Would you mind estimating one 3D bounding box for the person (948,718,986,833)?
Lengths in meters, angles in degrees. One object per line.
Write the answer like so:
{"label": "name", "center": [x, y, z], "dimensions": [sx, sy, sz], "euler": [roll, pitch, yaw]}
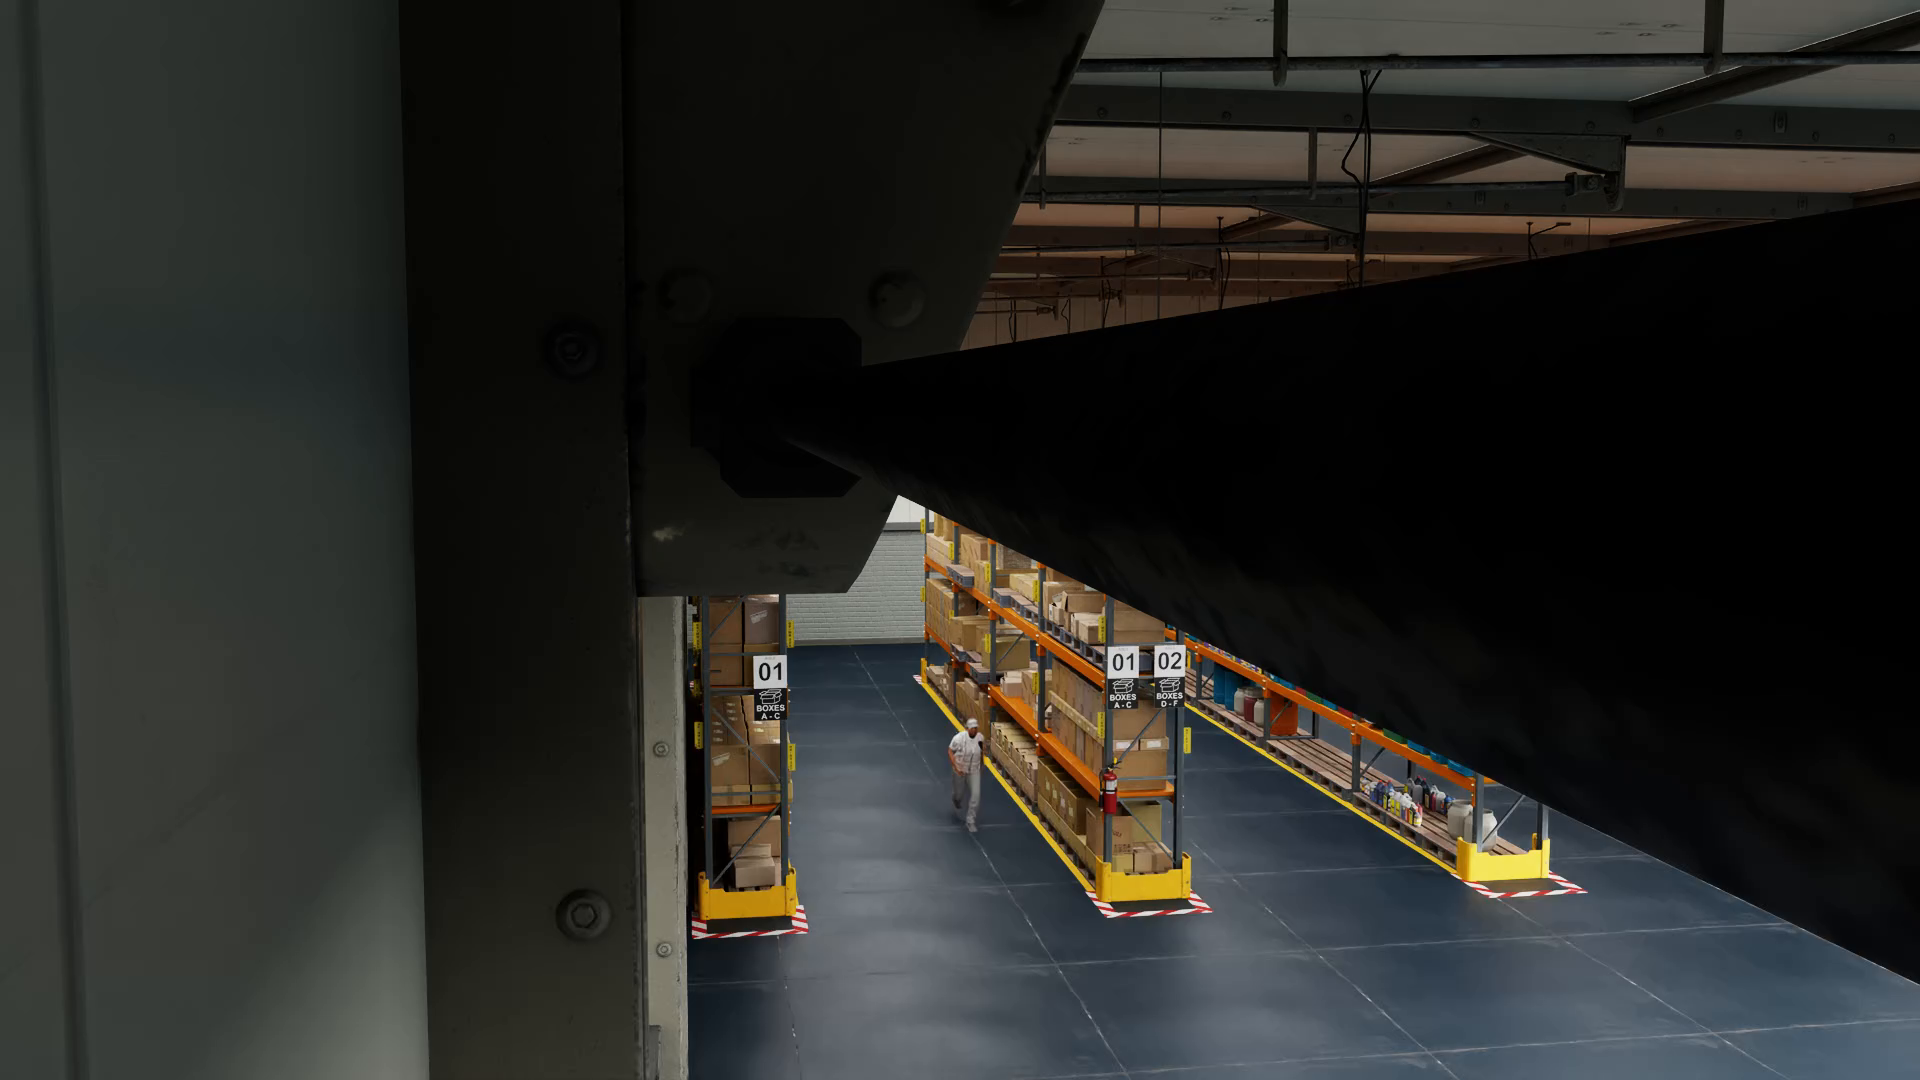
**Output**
{"label": "person", "center": [0.099, 3.401, 24.391], "dimensions": [0.606, 1.663, 0.921], "euler": [-1, 5, -16]}
